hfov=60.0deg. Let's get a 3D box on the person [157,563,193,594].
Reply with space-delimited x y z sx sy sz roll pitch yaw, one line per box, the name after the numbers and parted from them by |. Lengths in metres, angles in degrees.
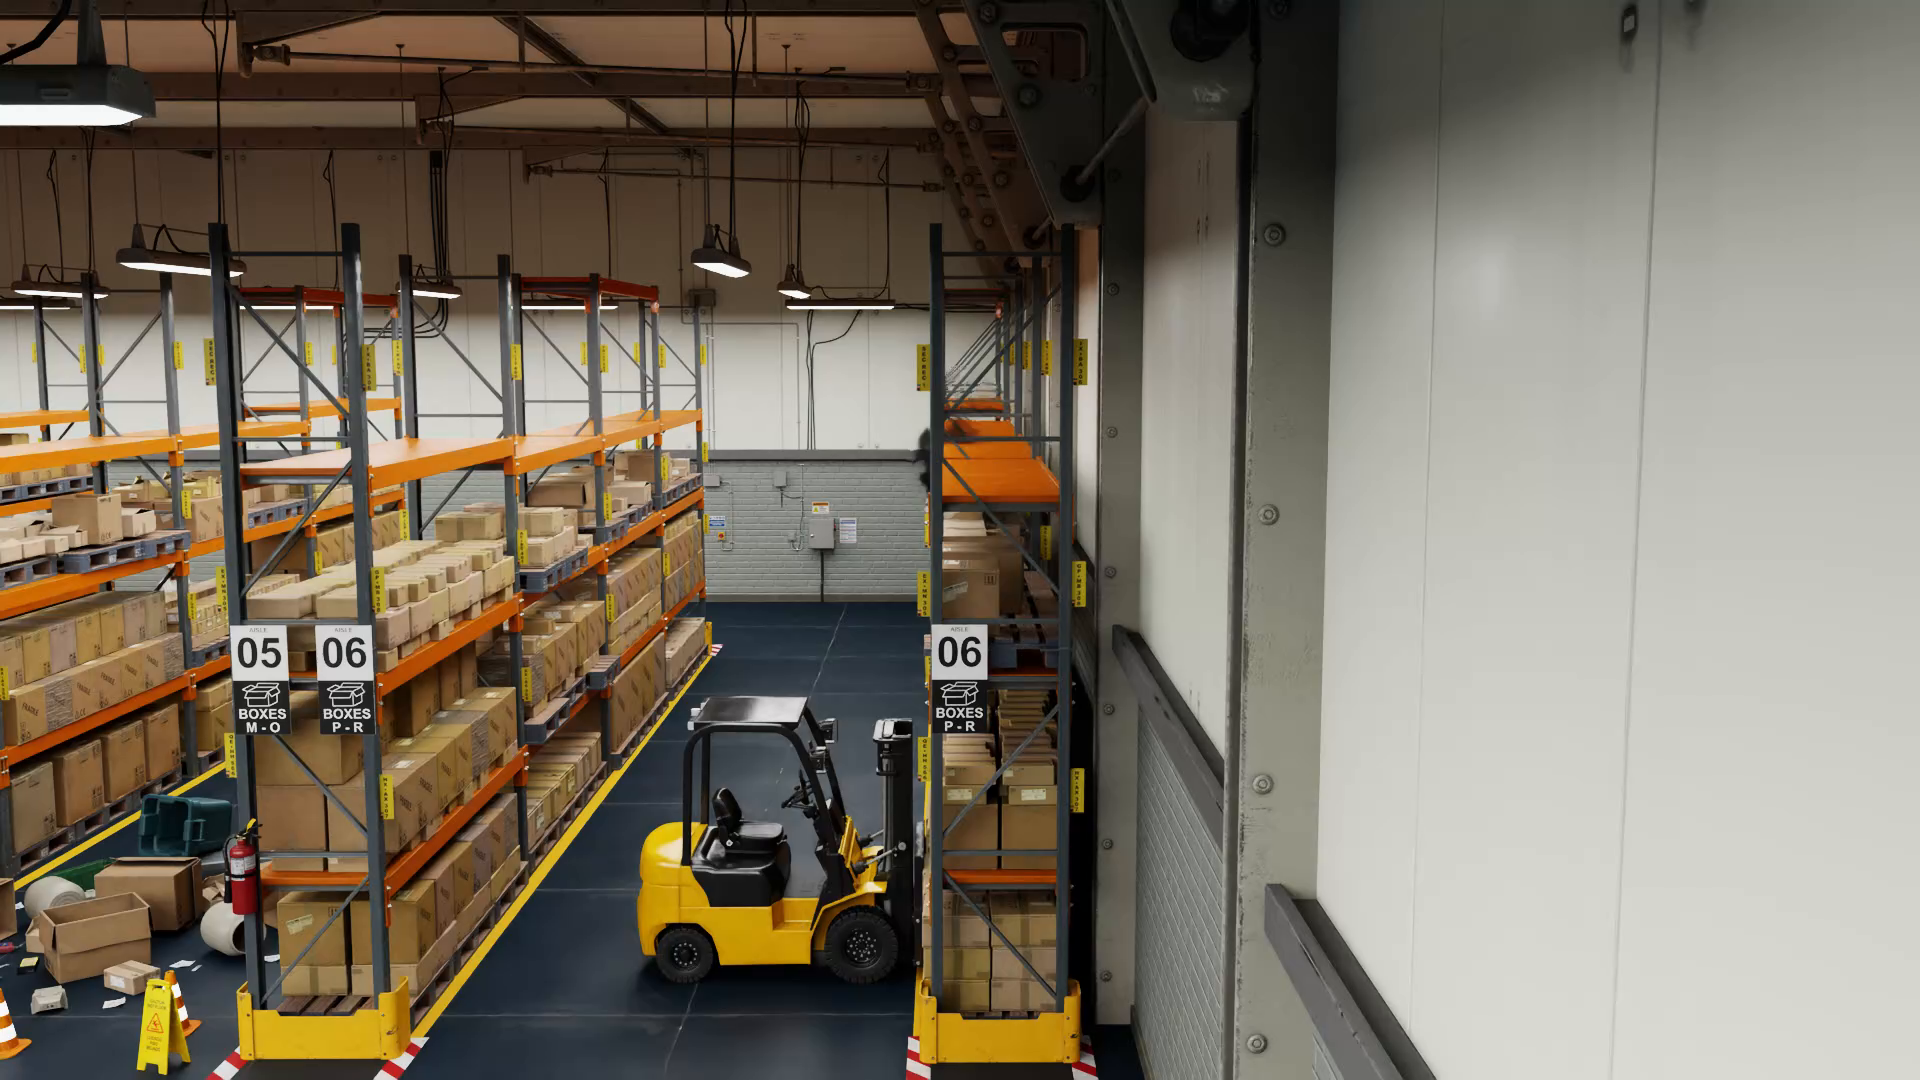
-12.963 1.172 27.520 0.630 1.614 0.598 -3 8 -27 | person
